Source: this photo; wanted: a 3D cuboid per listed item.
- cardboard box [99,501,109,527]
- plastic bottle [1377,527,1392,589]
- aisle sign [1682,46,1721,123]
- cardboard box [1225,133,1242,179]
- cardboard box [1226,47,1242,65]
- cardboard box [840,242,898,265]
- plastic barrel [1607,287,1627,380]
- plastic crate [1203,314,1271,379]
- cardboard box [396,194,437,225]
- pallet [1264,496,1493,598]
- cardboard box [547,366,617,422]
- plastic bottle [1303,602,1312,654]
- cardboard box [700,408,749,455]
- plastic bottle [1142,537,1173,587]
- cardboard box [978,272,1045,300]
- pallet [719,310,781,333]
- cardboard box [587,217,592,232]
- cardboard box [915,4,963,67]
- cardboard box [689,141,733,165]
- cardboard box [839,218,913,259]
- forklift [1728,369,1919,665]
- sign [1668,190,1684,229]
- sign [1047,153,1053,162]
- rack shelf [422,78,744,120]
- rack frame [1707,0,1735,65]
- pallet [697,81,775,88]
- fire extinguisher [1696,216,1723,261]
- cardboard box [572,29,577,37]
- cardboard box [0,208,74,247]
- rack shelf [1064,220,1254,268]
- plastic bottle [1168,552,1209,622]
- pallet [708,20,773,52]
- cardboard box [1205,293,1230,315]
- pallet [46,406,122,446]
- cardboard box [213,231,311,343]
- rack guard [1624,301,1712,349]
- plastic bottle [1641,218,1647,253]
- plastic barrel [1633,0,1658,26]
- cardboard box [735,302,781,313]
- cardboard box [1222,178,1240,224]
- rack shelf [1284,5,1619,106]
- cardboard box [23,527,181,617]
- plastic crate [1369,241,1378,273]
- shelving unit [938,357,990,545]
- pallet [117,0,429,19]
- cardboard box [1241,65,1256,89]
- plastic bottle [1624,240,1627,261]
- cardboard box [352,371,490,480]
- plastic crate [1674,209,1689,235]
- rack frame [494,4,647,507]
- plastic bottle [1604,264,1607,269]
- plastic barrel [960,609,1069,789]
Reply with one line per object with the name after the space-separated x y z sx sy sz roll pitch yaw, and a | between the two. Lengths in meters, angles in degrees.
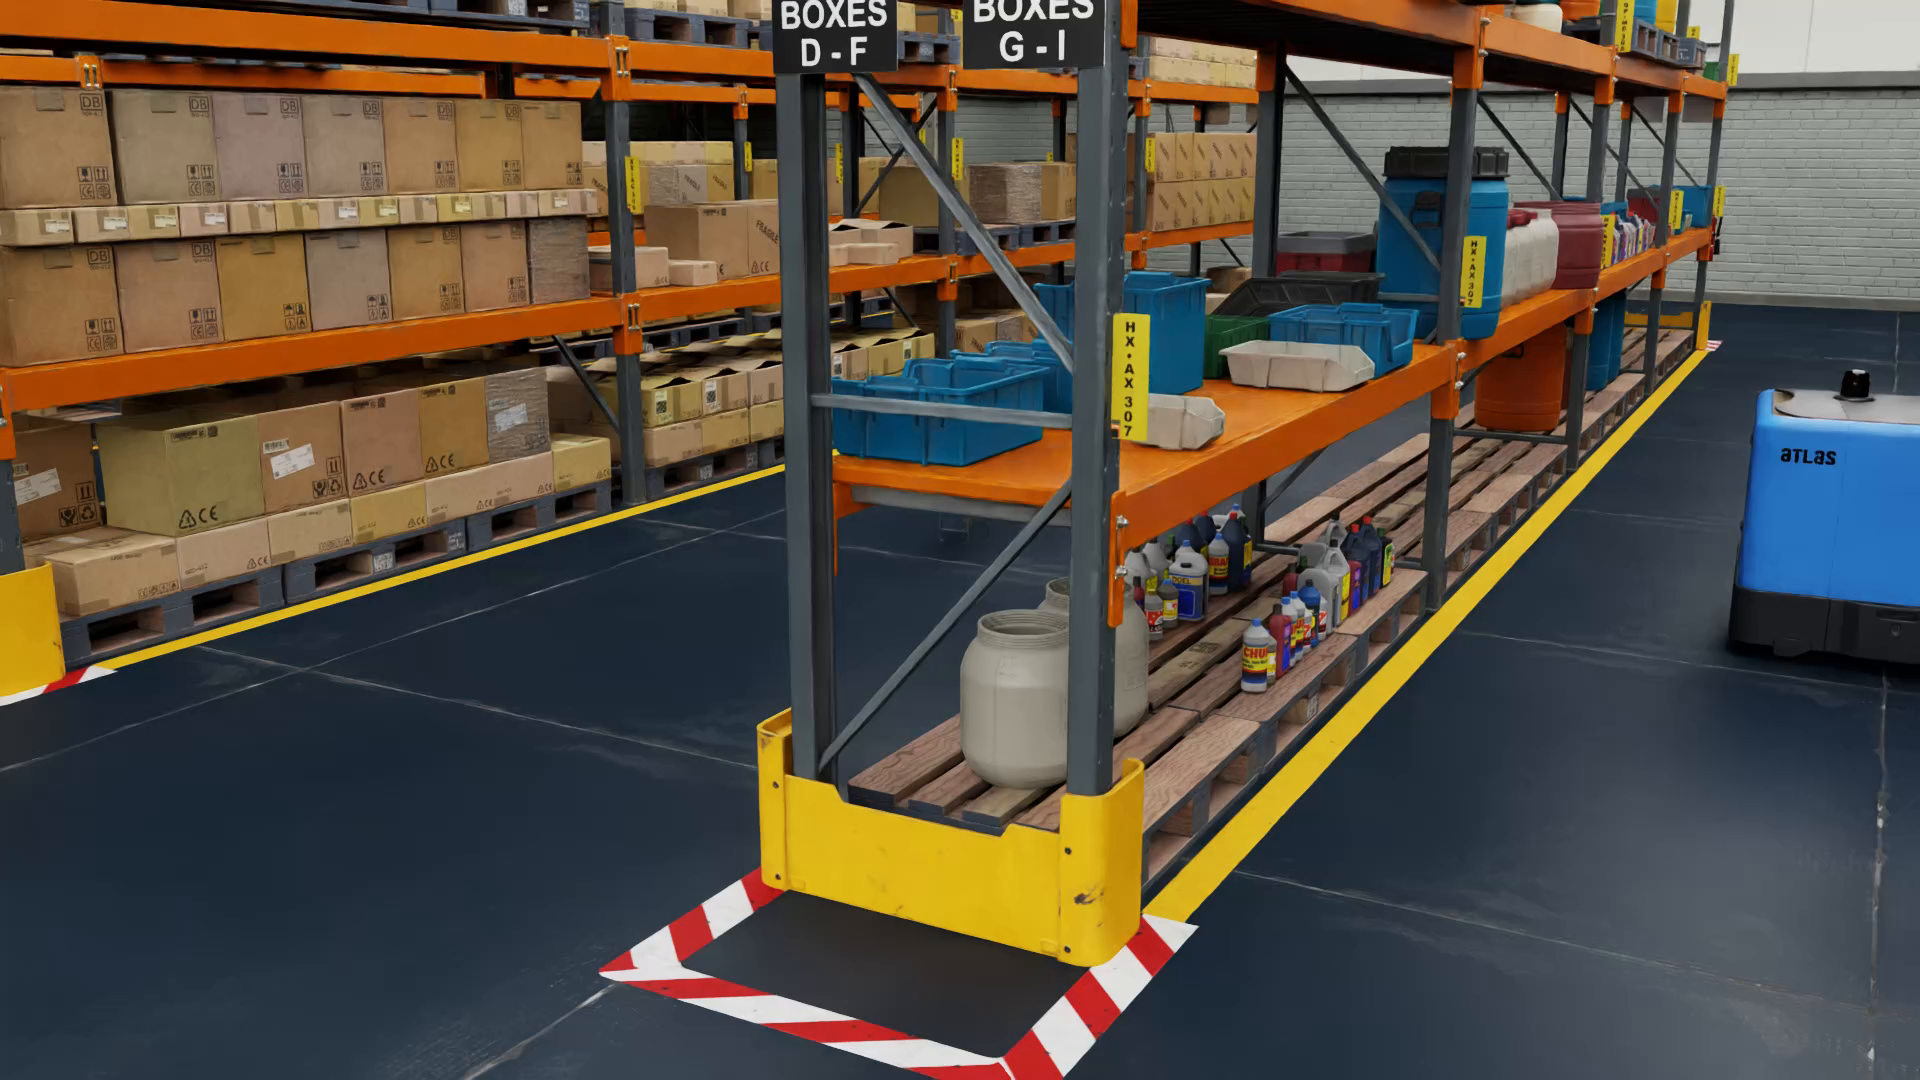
-4.143 -0.025 8.207 0.500 0.250 0.500 7 15 28 | cardboard box
1.949 0.074 7.683 0.061 0.283 0.133 8 16 31 | plastic bottle
7.985 -4.876 17.812 0.394 0.787 0.004 7 15 28 | aisle sign
2.895 -4.394 19.013 0.500 0.500 0.500 8 16 30 | cardboard box
2.848 -5.482 18.725 0.500 0.250 0.500 7 15 28 | cardboard box
-0.701 -2.213 12.850 0.380 0.149 0.250 7 15 28 | cardboard box
5.482 -1.884 14.531 0.600 0.901 0.708 7 15 28 | plastic barrel
0.989 -0.819 6.983 0.450 0.188 0.662 7 15 28 | plastic crate
-3.001 -1.754 8.812 0.380 0.149 0.250 8 16 30 | cardboard box
2.238 0.021 8.994 1.003 0.211 1.213 7 15 28 | pallet
-2.497 -0.986 10.999 0.500 0.311 0.500 7 15 28 | cardboard box
1.370 0.351 6.711 0.097 0.201 0.097 0 14 0 | plastic bottle
-1.781 -0.757 11.246 0.500 0.250 0.500 8 16 29 | cardboard box
0.842 0.150 7.225 0.144 0.351 0.185 7 15 28 | plastic bottle
0.495 -2.458 16.125 0.500 0.250 0.500 7 15 28 | cardboard box
-2.476 -2.724 20.382 1.003 0.211 1.213 7 15 28 | pallet
-4.021 -3.256 17.133 0.380 0.149 0.250 8 16 29 | cardboard box
-0.326 -4.151 13.740 0.910 0.500 0.500 7 15 28 | cardboard box
-2.914 -4.375 18.790 0.500 0.250 0.500 8 16 29 | cardboard box
-0.722 -2.438 13.437 0.500 0.311 0.500 9 16 32 | cardboard box
4.996 -0.865 6.870 3.031 2.935 1.130 6 15 25 | forklift
6.241 -2.882 14.496 0.100 0.325 0.005 7 15 28 | sign
0.947 -3.853 17.267 0.100 0.325 0.005 7 15 28 | sign
-3.879 -4.631 17.476 1.077 0.370 4.000 7 15 28 | rack shelf
7.694 -6.547 17.490 1.000 3.000 0.127 7 15 28 | rack frame
-2.508 -5.514 19.795 1.003 0.211 1.213 7 15 28 | pallet
8.164 -3.391 18.160 0.296 0.674 0.183 7 15 28 | fire extinguisher
-4.173 -5.165 17.006 0.700 0.500 0.500 8 16 31 | cardboard box
-3.997 -1.330 7.053 0.380 0.149 0.250 7 15 28 | cardboard box
2.393 -3.433 18.906 1.077 0.370 4.000 7 15 28 | rack shelf
0.984 0.198 7.186 0.152 0.276 0.135 7 15 28 | plastic bottle
-1.296 -3.539 11.814 1.003 0.211 1.213 8 16 31 | pallet
2.827 -2.739 19.422 0.500 0.250 0.500 7 15 28 | cardboard box
-7.074 -0.794 12.375 1.003 0.211 1.213 7 15 28 | pallet
-3.644 -1.262 8.156 0.700 0.500 0.500 7 15 28 | cardboard box
7.694 -2.422 18.512 1.175 0.500 0.348 7 15 28 | rack guard
5.781 -2.583 14.097 0.061 0.283 0.133 7 15 28 | plastic bottle
5.069 -4.349 12.805 0.600 0.901 0.708 7 15 28 | plastic barrel
-2.461 -3.063 20.277 0.700 0.500 0.500 8 16 29 | cardboard box
2.888 -3.910 19.138 0.500 0.500 0.500 8 15 28 | cardboard box
2.860 -2.687 9.416 1.077 0.370 4.000 7 15 28 | rack shelf
-3.921 0.138 7.533 0.500 0.250 0.500 7 15 28 | cardboard box
2.154 -1.422 9.068 0.392 0.384 0.575 7 15 28 | plastic crate
0.026 -0.521 9.456 0.215 1.050 0.252 7 15 28 | shelving unit
-3.422 -2.719 8.198 1.003 0.211 1.213 7 15 28 | pallet
3.091 -5.341 19.209 0.500 0.250 0.500 7 15 28 | cardboard box
5.223 -2.315 13.161 0.097 0.201 0.097 0 14 0 | plastic bottle
-2.965 -0.638 9.152 0.500 0.500 0.500 7 15 28 | cardboard box
6.925 -3.128 16.337 0.416 0.233 0.300 7 15 28 | plastic crate
-2.442 -1.731 10.312 1.000 3.000 0.127 7 15 28 | rack frame
4.758 -2.149 12.298 0.061 0.283 0.133 7 15 28 | plastic bottle
0.210 0.514 5.415 0.421 0.512 0.421 0 14 0 | plastic barrel
